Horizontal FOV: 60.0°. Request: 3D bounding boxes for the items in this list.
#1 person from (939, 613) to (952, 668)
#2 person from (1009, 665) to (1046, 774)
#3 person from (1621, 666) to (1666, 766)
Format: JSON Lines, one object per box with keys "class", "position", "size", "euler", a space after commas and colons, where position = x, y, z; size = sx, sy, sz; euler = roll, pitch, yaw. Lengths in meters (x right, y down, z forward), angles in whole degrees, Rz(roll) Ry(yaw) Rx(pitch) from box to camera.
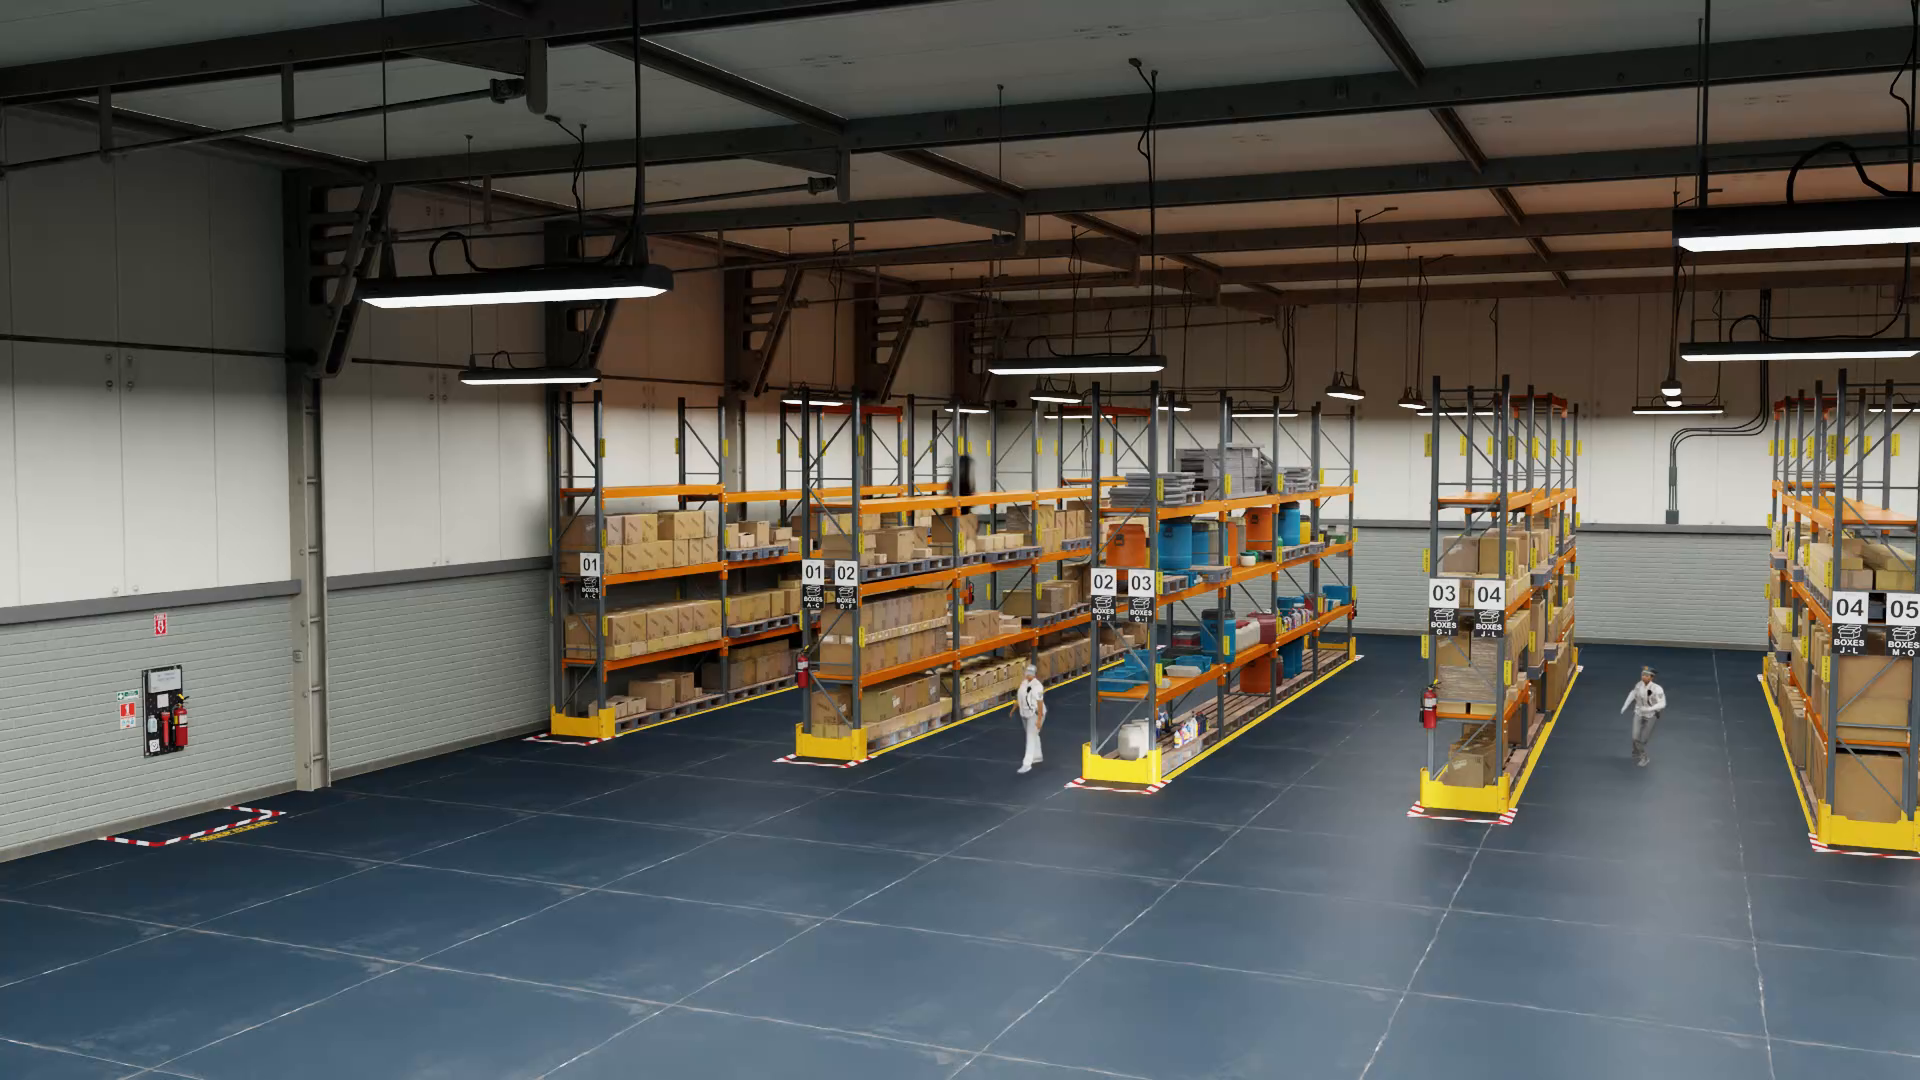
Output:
{"class": "person", "position": [-0.391, 2.186, 35.118], "size": [0.664, 1.812, 0.830], "euler": [2, 4, 30]}
{"class": "person", "position": [1.052, 2.749, 25.987], "size": [0.770, 1.644, 0.692], "euler": [-2, 4, -33]}
{"class": "person", "position": [10.823, 2.776, 26.286], "size": [0.708, 1.618, 0.564], "euler": [3, 4, 39]}
